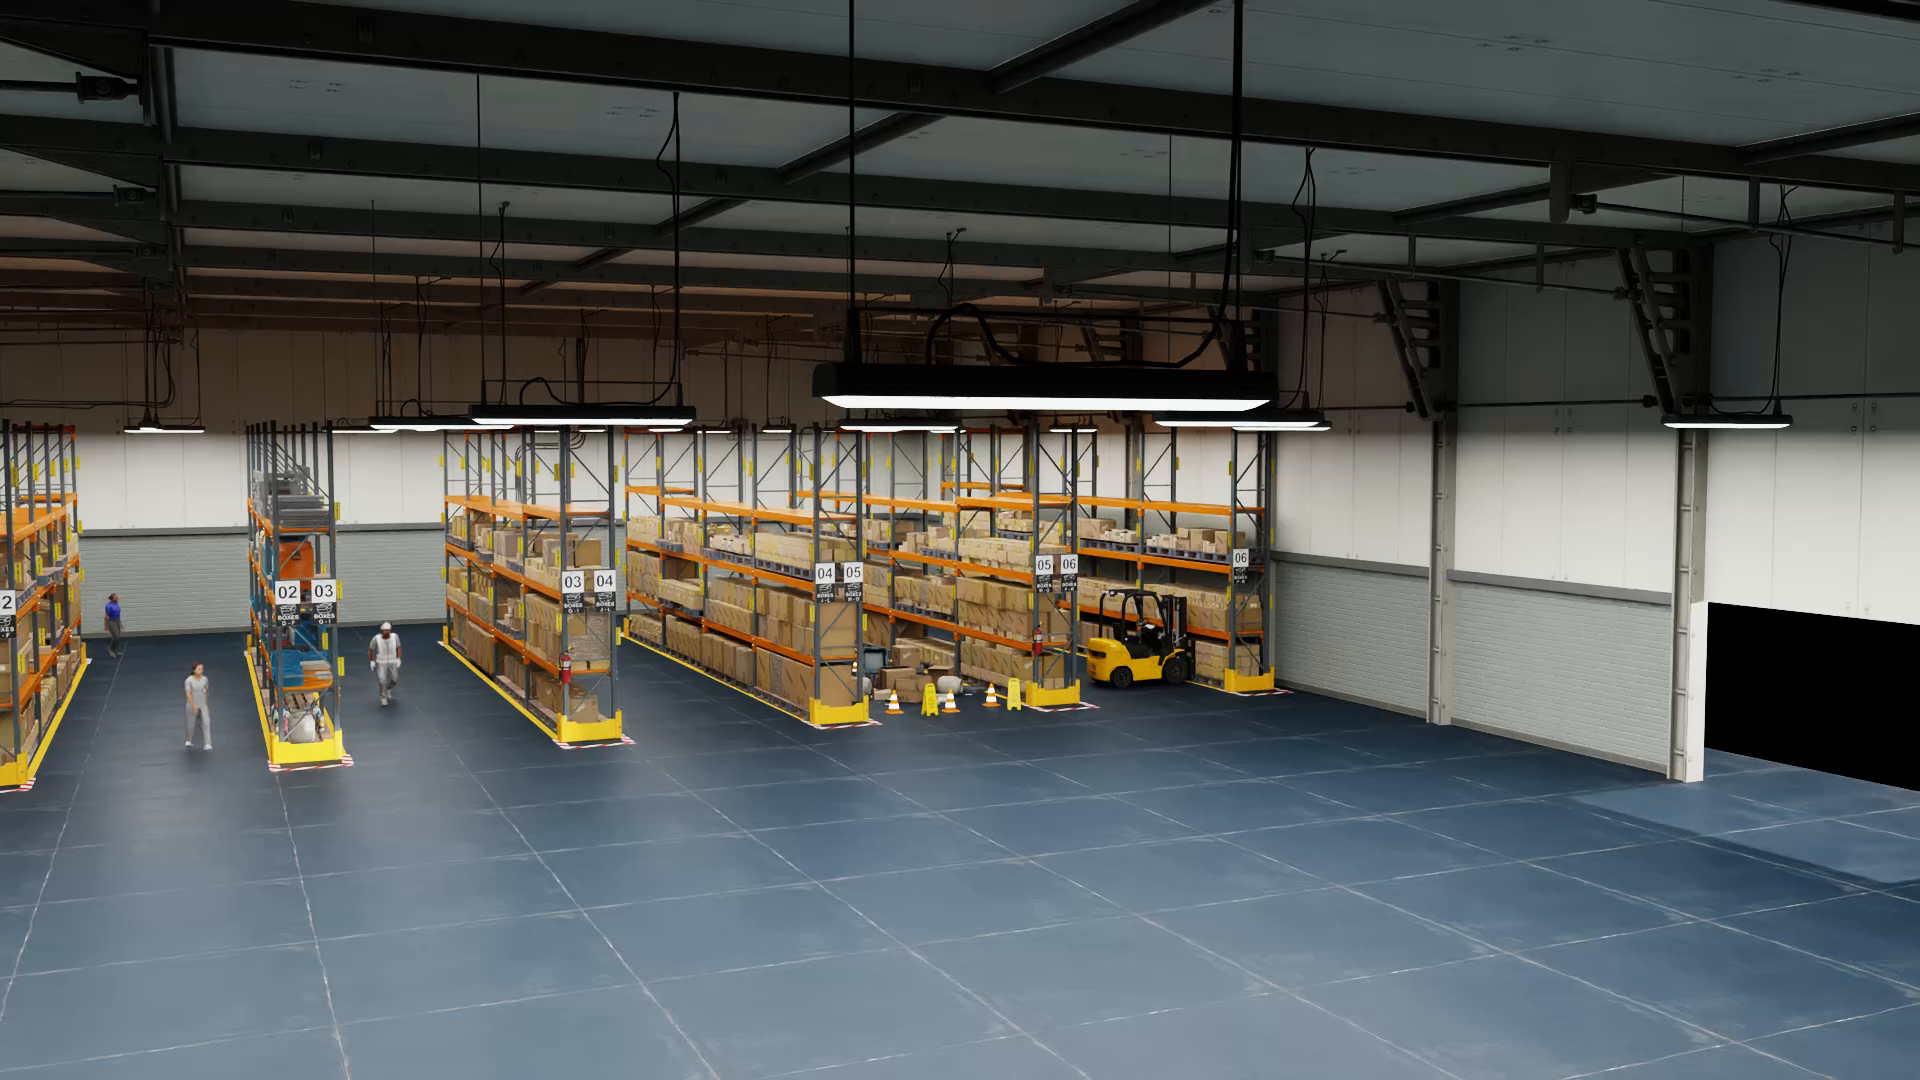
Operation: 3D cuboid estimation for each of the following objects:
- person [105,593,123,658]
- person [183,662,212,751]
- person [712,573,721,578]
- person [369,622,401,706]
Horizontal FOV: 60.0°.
[{"bbox_3d":[-21.877,2.210,43.019,0.446,1.692,0.521,0,4,7],"label":"person"},{"bbox_3d":[-13.873,3.016,30.304,0.444,1.588,1.077,-3,5,-42],"label":"person"},{"bbox_3d":[-6.985,1.880,47.899,0.445,1.836,0.581,2,4,23],"label":"person"},{"bbox_3d":[-12.315,2.626,35.586,0.640,1.761,0.701,-2,4,-33],"label":"person"}]
